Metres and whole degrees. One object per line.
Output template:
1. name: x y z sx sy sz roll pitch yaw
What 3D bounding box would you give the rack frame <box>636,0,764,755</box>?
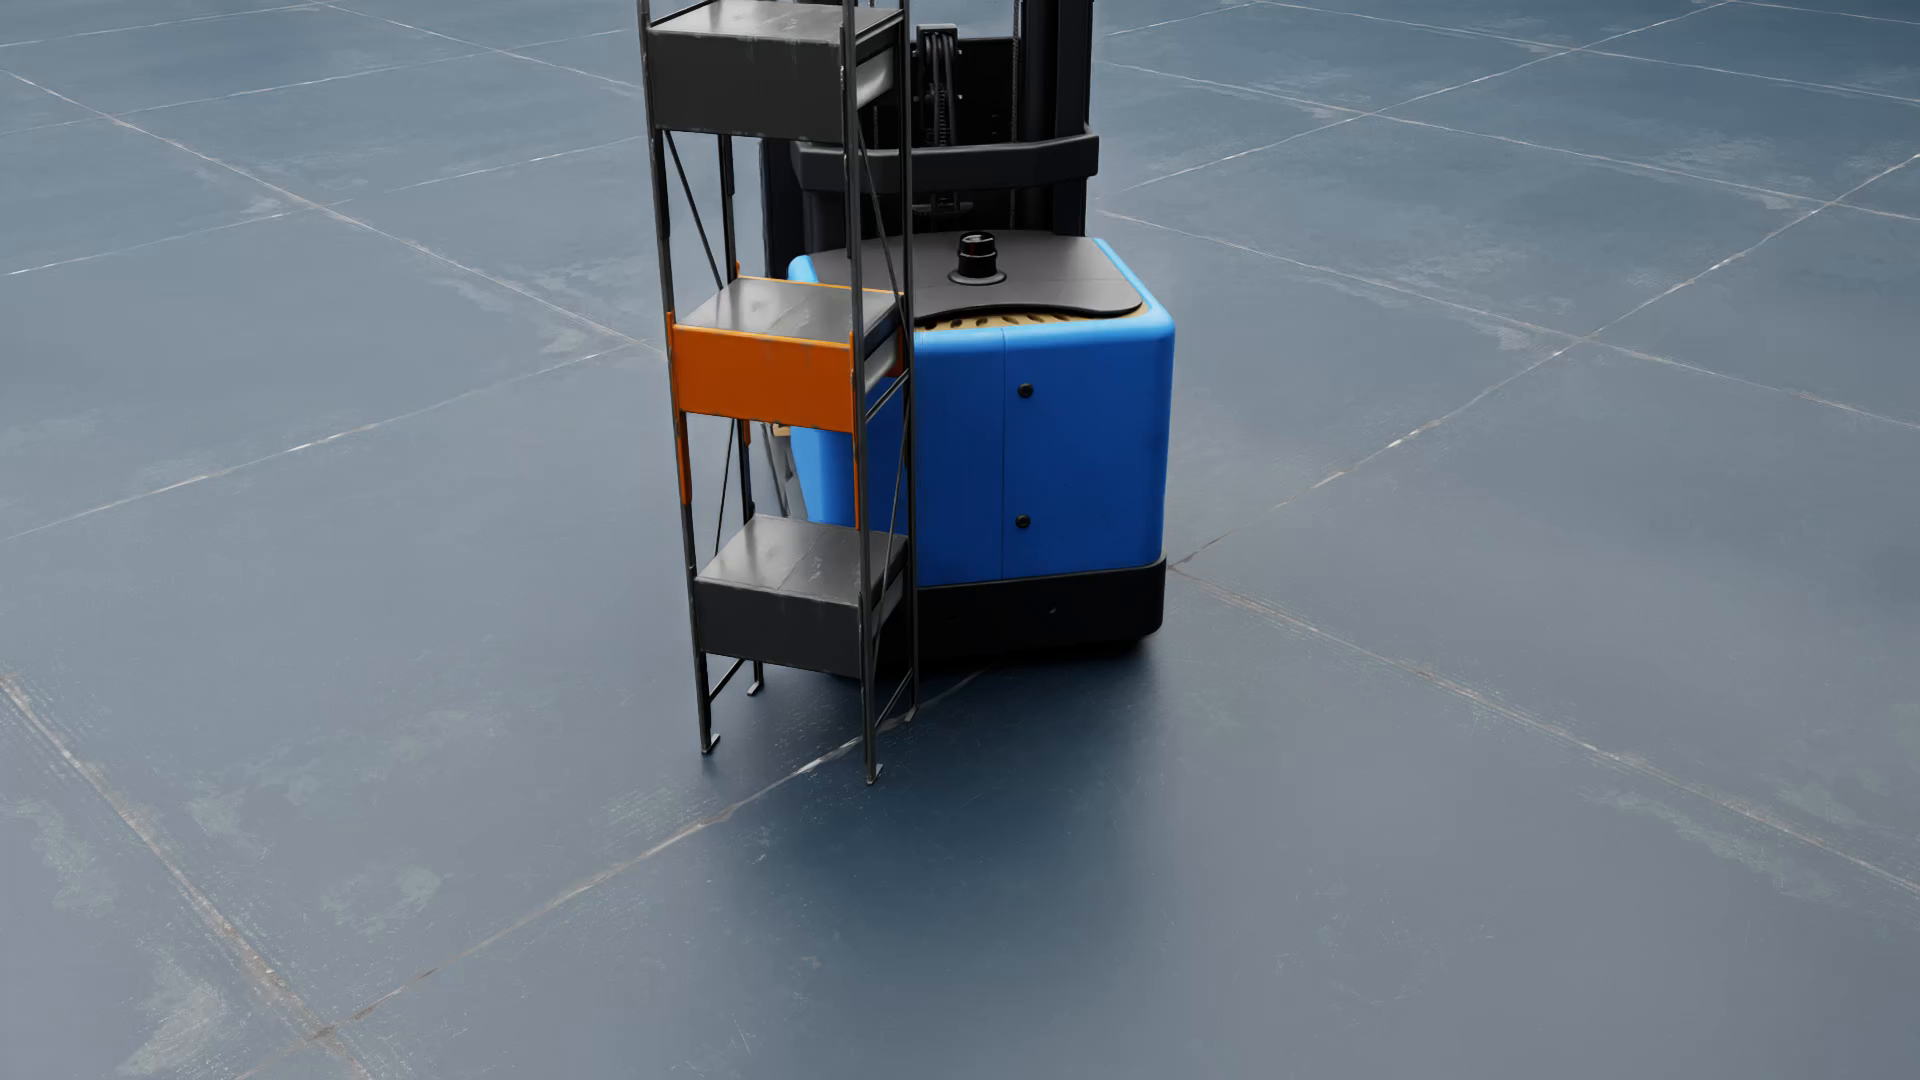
1. rack frame: -0.651 -0.422 4.297 0.015 2.100 0.400 8 29 15

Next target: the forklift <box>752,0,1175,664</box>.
1. forklift: -0.162 -1.592 5.628 1.130 2.935 3.031 -5 28 -10

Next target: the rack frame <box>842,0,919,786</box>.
1. rack frame: -0.185 -0.355 4.168 0.015 2.100 0.400 8 29 15

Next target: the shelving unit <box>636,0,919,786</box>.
1. shelving unit: -0.418 -0.388 4.233 0.503 2.100 0.431 8 29 15

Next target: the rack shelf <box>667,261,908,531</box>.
1. rack shelf: -0.418 -0.376 4.239 0.480 0.518 0.431 8 29 15

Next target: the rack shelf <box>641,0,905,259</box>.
1. rack shelf: -0.418 -0.996 3.913 0.480 0.518 0.431 8 29 15

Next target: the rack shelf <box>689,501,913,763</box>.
1. rack shelf: -0.418 0.243 4.565 0.480 0.518 0.431 8 29 15
